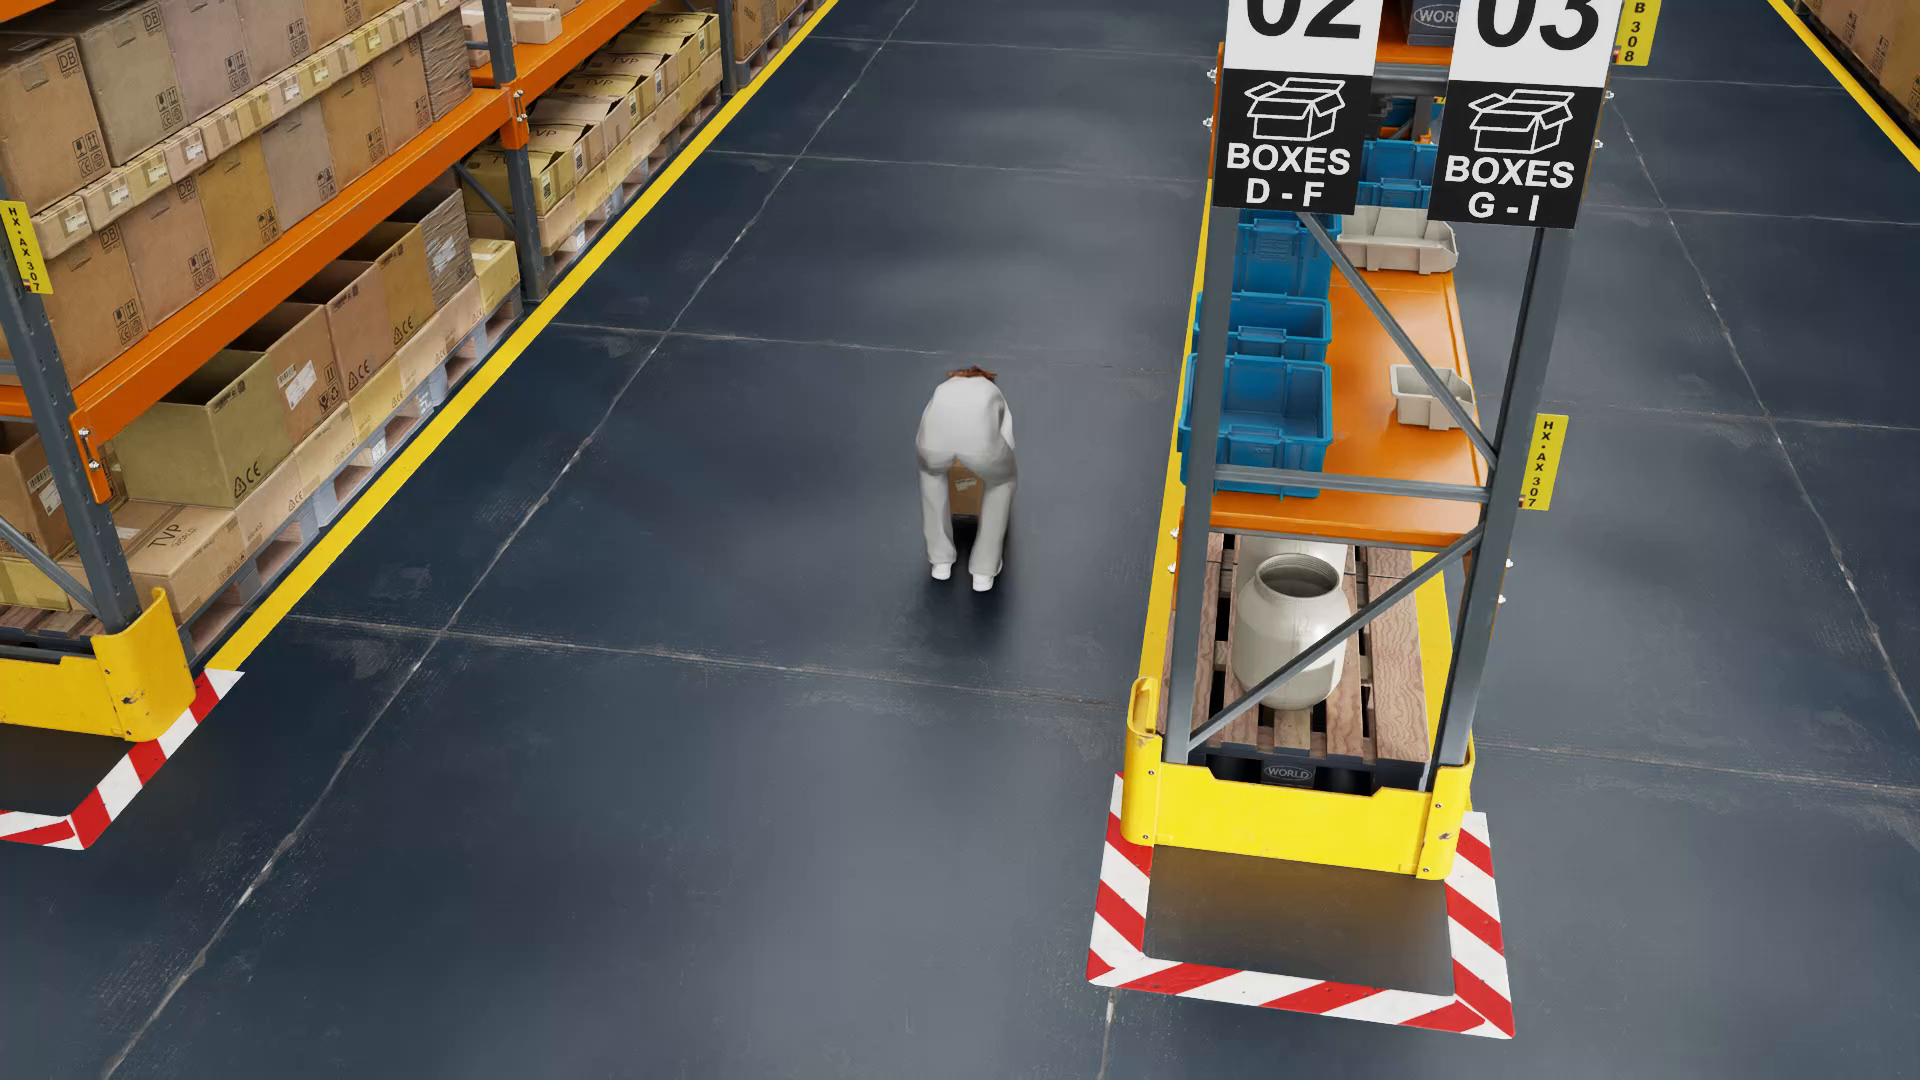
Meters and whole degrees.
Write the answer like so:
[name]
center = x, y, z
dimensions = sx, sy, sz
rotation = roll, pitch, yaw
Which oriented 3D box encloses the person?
[person]
center = 0.035, -0.337, 7.355
dimensions = 0.454, 0.935, 0.854
rotation = 4, 33, 6
